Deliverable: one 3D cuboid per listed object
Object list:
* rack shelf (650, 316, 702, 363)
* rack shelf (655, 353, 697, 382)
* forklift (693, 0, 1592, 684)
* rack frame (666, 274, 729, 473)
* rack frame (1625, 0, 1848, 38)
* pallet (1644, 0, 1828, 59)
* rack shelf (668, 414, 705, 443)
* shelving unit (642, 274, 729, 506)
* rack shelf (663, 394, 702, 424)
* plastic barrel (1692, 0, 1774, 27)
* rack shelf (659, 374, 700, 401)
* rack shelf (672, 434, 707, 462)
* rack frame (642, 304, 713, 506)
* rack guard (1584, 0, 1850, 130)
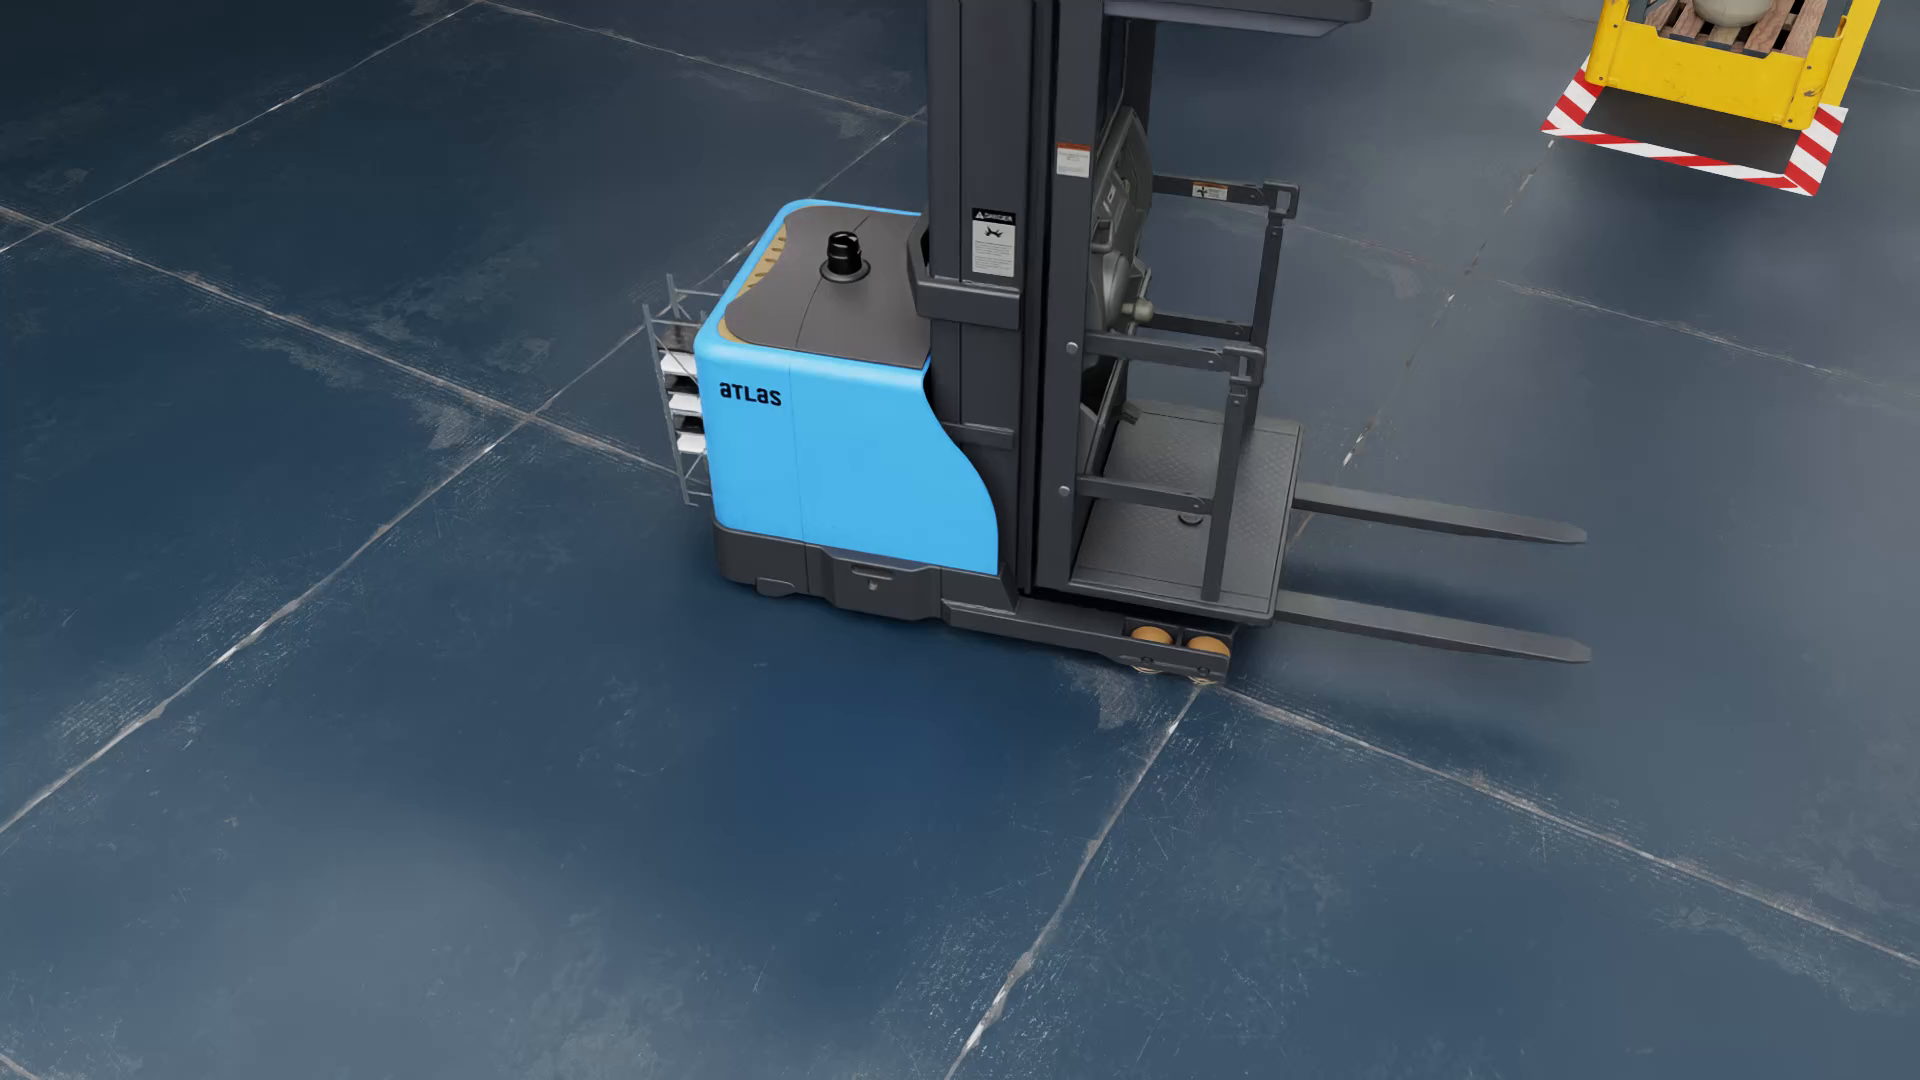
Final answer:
[{"bbox_3d":[-0.956,-0.711,6.006,0.258,0.077,0.200,8,42,15],"label":"rack shelf"},{"bbox_3d":[-0.951,-0.642,6.064,0.258,0.077,0.200,8,42,15],"label":"rack shelf"},{"bbox_3d":[0.692,-0.998,5.166,3.031,2.935,1.130,10,42,11],"label":"forklift"},{"bbox_3d":[-0.913,-0.595,6.232,0.240,0.900,0.006,8,42,15],"label":"rack frame"},{"bbox_3d":[3.996,-3.482,7.934,1.000,3.000,0.127,21,45,22],"label":"rack frame"},{"bbox_3d":[4.404,-2.958,9.449,1.003,0.211,1.213,21,45,22],"label":"pallet"},{"bbox_3d":[-0.935,-0.436,6.239,0.258,0.077,0.200,8,42,15],"label":"rack shelf"},{"bbox_3d":[-0.942,-0.530,6.159,0.258,0.900,0.210,8,42,15],"label":"shelving unit"},{"bbox_3d":[-0.940,-0.505,6.181,0.258,0.077,0.200,8,42,15],"label":"rack shelf"},{"bbox_3d":[4.259,-3.108,9.074,0.421,0.512,0.421,0,41,0],"label":"plastic barrel"},{"bbox_3d":[-0.945,-0.573,6.123,0.258,0.077,0.200,8,42,15],"label":"rack shelf"},{"bbox_3d":[-0.929,-0.368,6.297,0.258,0.077,0.200,8,42,15],"label":"rack shelf"},{"bbox_3d":[-0.971,-0.466,6.086,0.240,0.900,0.006,8,42,15],"label":"rack frame"},{"bbox_3d":[3.993,-2.603,8.827,1.175,0.500,0.348,21,45,22],"label":"rack guard"}]
